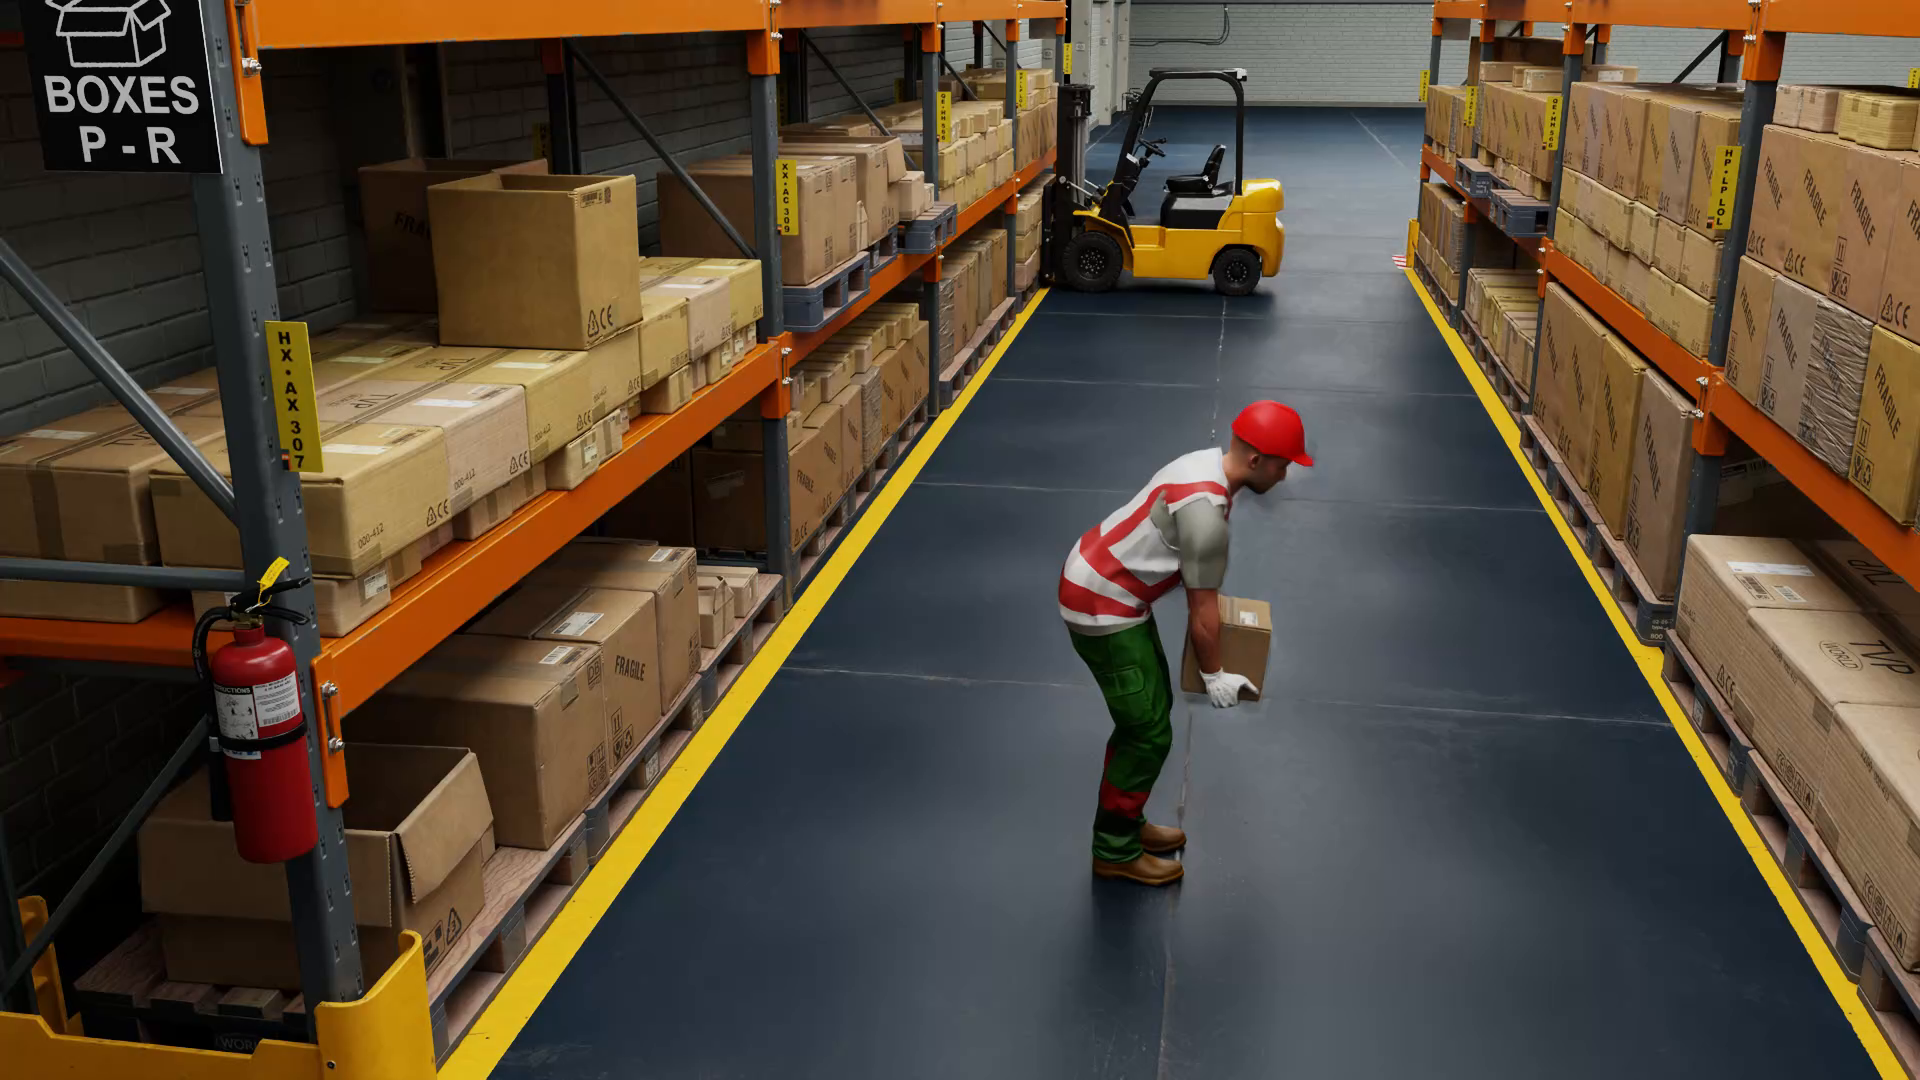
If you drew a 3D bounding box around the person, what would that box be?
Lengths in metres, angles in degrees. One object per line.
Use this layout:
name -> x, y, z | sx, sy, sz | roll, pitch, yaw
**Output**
person -> 0.702, 0.321, 5.340 | 0.782, 1.583, 0.487 | 2, 18, 7
